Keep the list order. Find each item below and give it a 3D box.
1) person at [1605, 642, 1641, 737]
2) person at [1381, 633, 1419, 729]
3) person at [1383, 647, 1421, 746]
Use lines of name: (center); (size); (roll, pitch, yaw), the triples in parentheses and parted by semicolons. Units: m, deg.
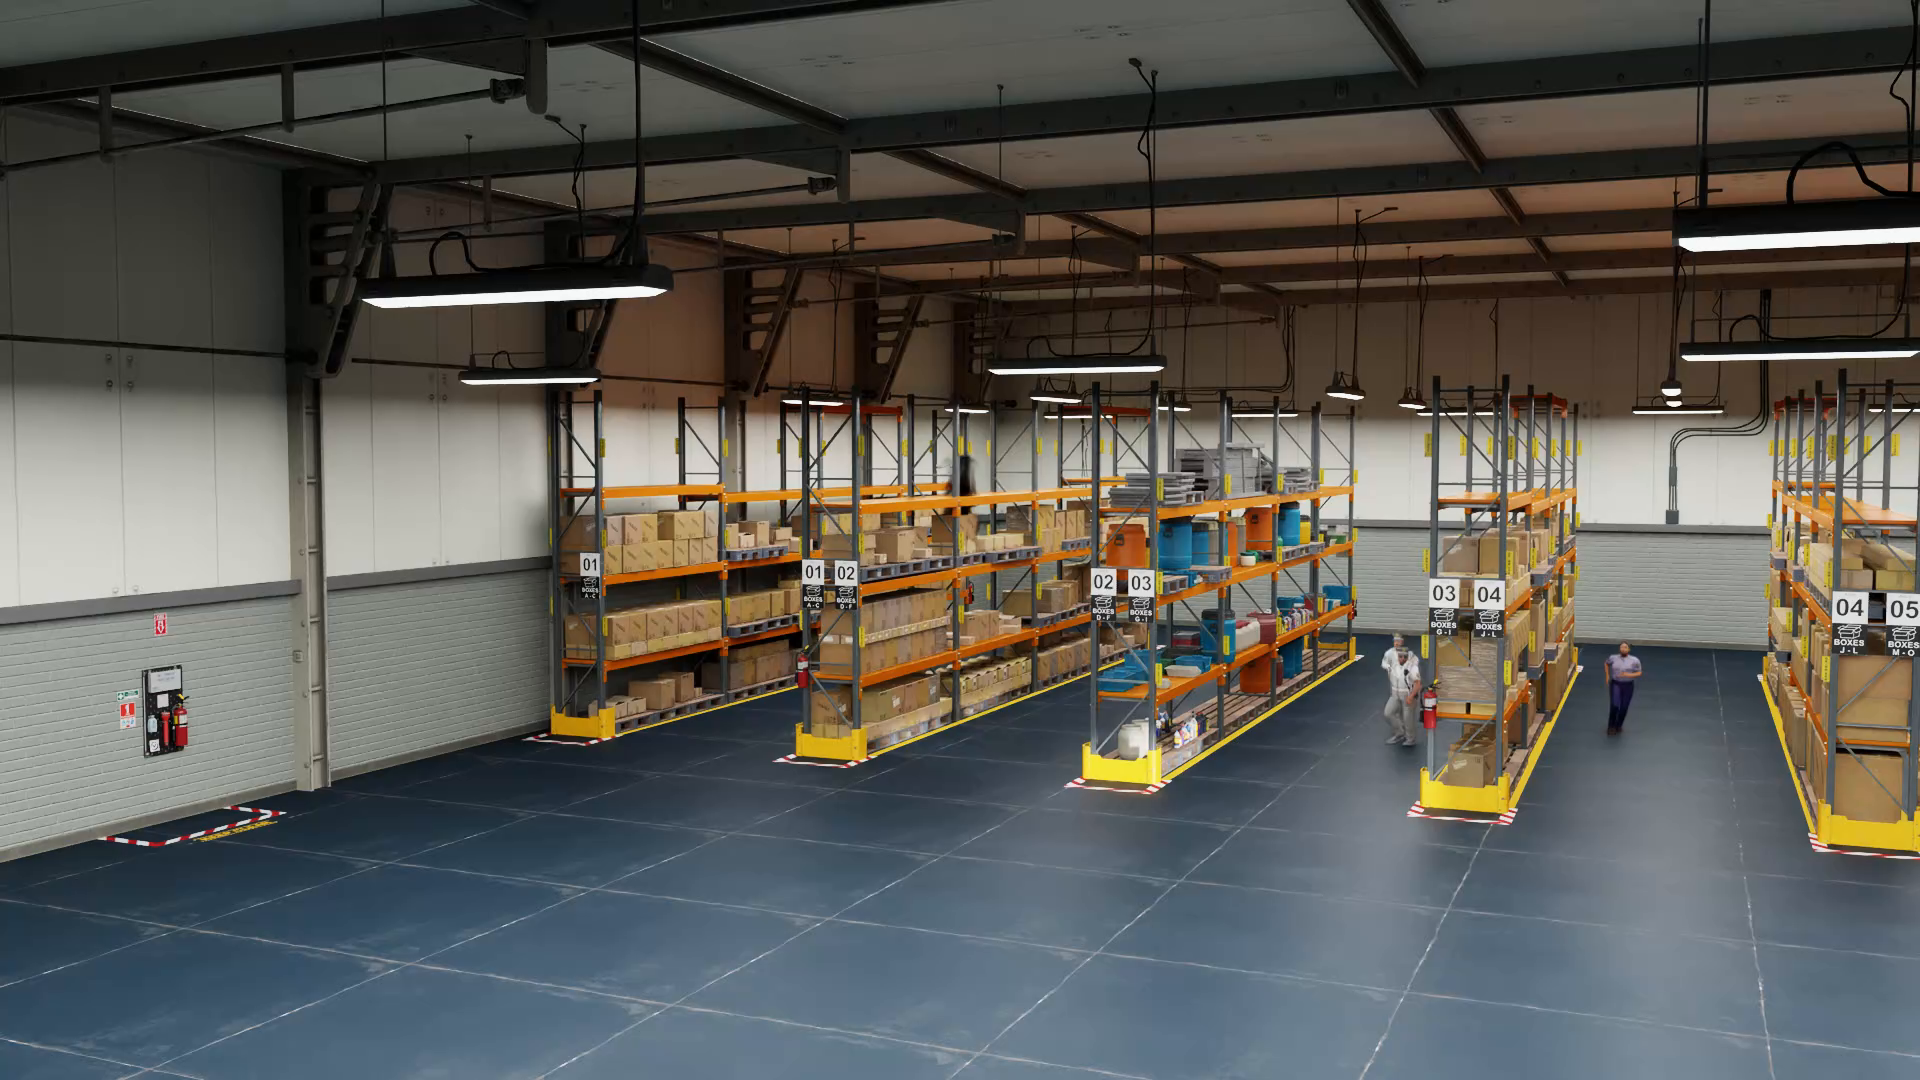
person: (11.544, 2.598, 28.954); (0.563, 1.668, 0.672); (1, 3, 14)
person: (7.840, 2.522, 29.681); (0.594, 1.739, 0.810); (2, 4, 29)
person: (7.414, 2.610, 27.728); (0.733, 1.690, 0.661); (-3, 4, -45)
